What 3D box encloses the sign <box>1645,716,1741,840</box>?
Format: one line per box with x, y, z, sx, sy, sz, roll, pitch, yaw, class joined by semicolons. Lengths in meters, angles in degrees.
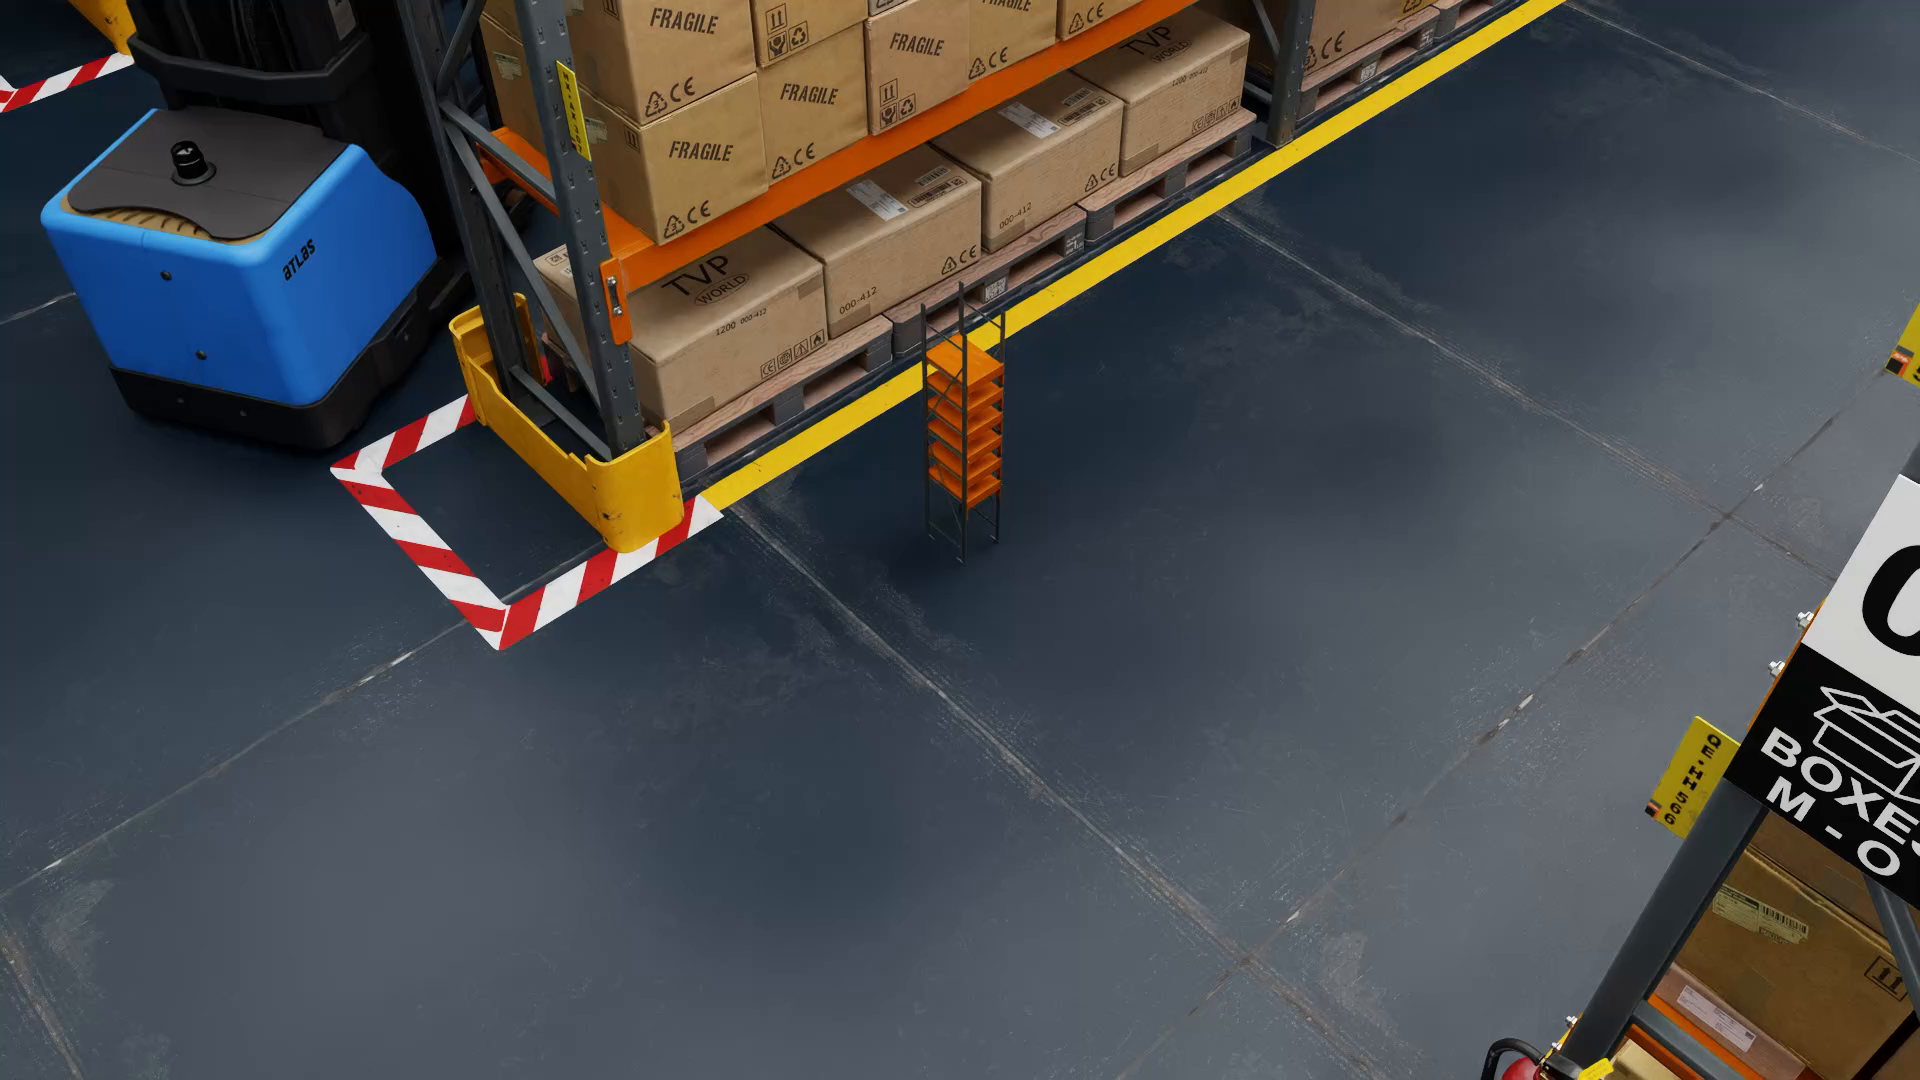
1.439;0.473;3.269;0.005;0.325;0.100;-34;56;-27;sign

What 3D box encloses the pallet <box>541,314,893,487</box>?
-1.068;-0.849;7.390;1.213;0.211;1.003;-34;56;-27;pallet

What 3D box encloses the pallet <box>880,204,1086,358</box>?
-0.166;-1.449;7.944;1.213;0.211;1.003;-34;56;-27;pallet

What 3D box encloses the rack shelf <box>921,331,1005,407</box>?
0.011;-0.628;6.084;0.180;0.103;0.258;-34;56;-27;rack shelf

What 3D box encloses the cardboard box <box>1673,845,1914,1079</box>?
1.957;0.788;3.712;0.500;0.500;0.500;-33;55;-26;cardboard box

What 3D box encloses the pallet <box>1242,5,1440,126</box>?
1.873;-2.811;9.200;1.213;0.211;1.003;-34;56;-27;pallet

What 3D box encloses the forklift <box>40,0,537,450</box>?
-2.720;-2.481;7.045;1.130;2.935;3.031;12;48;11;forklift

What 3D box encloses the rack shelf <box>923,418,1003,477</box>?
0.011;-0.384;6.348;0.180;0.103;0.258;-34;56;-27;rack shelf

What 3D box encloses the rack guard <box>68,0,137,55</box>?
-4.893;-3.244;9.403;0.348;0.500;1.175;-34;56;-27;rack guard

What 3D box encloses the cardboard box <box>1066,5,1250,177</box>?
0.816;-2.356;8.341;0.875;0.438;0.875;-35;56;-28;cardboard box

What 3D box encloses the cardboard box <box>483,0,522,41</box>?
-1.411;-2.098;5.896;0.500;0.500;0.500;-32;55;-26;cardboard box

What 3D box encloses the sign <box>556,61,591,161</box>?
-1.238;-1.373;5.333;0.005;0.325;0.100;-34;56;-27;sign

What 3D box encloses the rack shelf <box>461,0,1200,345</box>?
-0.127;-2.102;7.138;4.000;0.370;1.077;-34;56;-27;rack shelf

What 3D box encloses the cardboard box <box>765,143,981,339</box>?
-0.515;-1.468;7.521;0.875;0.438;0.875;-32;55;-26;cardboard box

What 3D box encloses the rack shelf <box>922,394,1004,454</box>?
0.011;-0.465;6.260;0.180;0.103;0.258;-34;56;-27;rack shelf

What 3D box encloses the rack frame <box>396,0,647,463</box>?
-1.607;-1.357;5.961;0.127;3.000;1.000;-34;56;-27;rack frame

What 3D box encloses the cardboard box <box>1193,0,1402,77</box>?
1.757;-3.107;8.735;0.875;0.875;0.875;-32;55;-26;cardboard box

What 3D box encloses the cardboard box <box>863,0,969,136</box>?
-0.315;-1.979;6.467;0.500;0.500;0.500;-34;56;-27;cardboard box

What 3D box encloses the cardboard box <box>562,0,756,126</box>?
-1.060;-1.812;5.633;0.500;0.500;0.500;-35;56;-28;cardboard box

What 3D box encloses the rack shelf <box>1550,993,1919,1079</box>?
3.277;0.540;4.700;4.000;0.370;1.077;-34;56;-27;rack shelf

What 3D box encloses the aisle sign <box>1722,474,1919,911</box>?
1.542;0.276;2.685;0.004;0.787;0.394;-34;56;-27;aisle sign

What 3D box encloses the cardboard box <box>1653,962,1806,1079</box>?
1.849;1.055;3.906;0.250;0.149;0.380;-34;56;-27;cardboard box

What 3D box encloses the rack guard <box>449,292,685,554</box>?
-1.625;-0.497;6.869;0.348;0.500;1.175;-34;56;-27;rack guard

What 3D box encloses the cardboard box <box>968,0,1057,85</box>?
0.044;-2.236;6.704;0.500;0.500;0.500;-32;55;-26;cardboard box

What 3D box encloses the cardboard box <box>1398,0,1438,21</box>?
2.420;-3.557;9.151;0.875;0.875;0.875;-32;55;-26;cardboard box

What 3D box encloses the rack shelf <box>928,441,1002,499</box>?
0.011;-0.303;6.436;0.180;0.103;0.258;-34;56;-27;rack shelf

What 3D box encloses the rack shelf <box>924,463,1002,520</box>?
0.011;-0.221;6.525;0.180;0.103;0.258;-34;56;-27;rack shelf

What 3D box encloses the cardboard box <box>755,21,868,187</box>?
-0.703;-1.737;6.244;0.500;0.500;0.500;-35;56;-28;cardboard box

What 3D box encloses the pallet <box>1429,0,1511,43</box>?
2.776;-3.418;9.760;1.213;0.211;1.003;-34;56;-27;pallet

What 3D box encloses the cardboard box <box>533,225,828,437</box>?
-1.186;-1.011;7.100;0.875;0.438;0.875;-36;57;-28;cardboard box

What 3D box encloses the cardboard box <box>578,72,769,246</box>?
-1.059;-1.472;5.999;0.500;0.500;0.500;-34;56;-27;cardboard box

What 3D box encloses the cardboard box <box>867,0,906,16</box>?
-0.307;-2.330;6.111;0.500;0.500;0.500;-34;56;-27;cardboard box

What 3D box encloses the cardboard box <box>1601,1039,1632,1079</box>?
1.996;1.592;4.692;0.250;0.149;0.380;-35;56;-28;cardboard box

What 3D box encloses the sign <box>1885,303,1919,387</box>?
1.439;-0.344;2.383;0.005;0.325;0.100;-34;56;-27;sign

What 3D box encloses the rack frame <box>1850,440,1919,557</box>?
1.798;-0.750;1.319;0.127;3.000;1.000;-34;56;-27;rack frame

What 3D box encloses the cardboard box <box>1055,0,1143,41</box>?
0.442;-2.486;6.935;0.500;0.500;0.500;-35;56;-28;cardboard box

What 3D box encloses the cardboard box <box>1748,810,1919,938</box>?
1.969;0.449;3.344;0.500;0.500;0.500;-35;56;-28;cardboard box

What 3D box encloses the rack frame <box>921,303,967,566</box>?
-0.057;-0.369;6.274;0.006;1.200;0.240;-34;56;-27;rack frame

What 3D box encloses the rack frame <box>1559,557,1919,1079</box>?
1.798;1.285;3.524;0.127;3.000;1.000;-34;56;-27;rack frame

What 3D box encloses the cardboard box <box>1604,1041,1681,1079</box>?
2.019;1.508;4.567;0.250;0.149;0.380;-33;55;-27;cardboard box

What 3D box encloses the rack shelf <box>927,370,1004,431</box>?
0.011;-0.547;6.172;0.180;0.103;0.258;-34;56;-27;rack shelf

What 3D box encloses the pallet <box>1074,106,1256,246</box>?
0.737;-2.056;8.503;1.213;0.211;1.003;-34;56;-27;pallet

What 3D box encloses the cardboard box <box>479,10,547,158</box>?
-1.428;-1.773;6.277;0.500;0.500;0.500;-33;56;-27;cardboard box

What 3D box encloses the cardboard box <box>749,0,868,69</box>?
-0.683;-2.072;5.872;0.500;0.500;0.500;-35;56;-28;cardboard box

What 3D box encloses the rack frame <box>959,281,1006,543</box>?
0.078;-0.459;6.357;0.006;1.200;0.240;-34;56;-27;rack frame

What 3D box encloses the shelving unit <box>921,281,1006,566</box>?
0.011;-0.414;6.316;0.189;1.200;0.258;-34;56;-27;shelving unit

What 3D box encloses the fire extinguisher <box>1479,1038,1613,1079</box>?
1.301;1.311;3.806;0.183;0.674;0.296;-34;56;-27;fire extinguisher

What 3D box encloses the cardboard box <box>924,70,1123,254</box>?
0.154;-1.913;7.932;0.875;0.438;0.875;-35;56;-28;cardboard box

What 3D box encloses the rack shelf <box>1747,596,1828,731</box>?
3.277;-0.477;3.598;4.000;0.370;1.077;-34;56;-27;rack shelf

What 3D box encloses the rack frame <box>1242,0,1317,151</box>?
1.352;-3.335;7.786;0.127;3.000;1.000;-34;56;-27;rack frame
